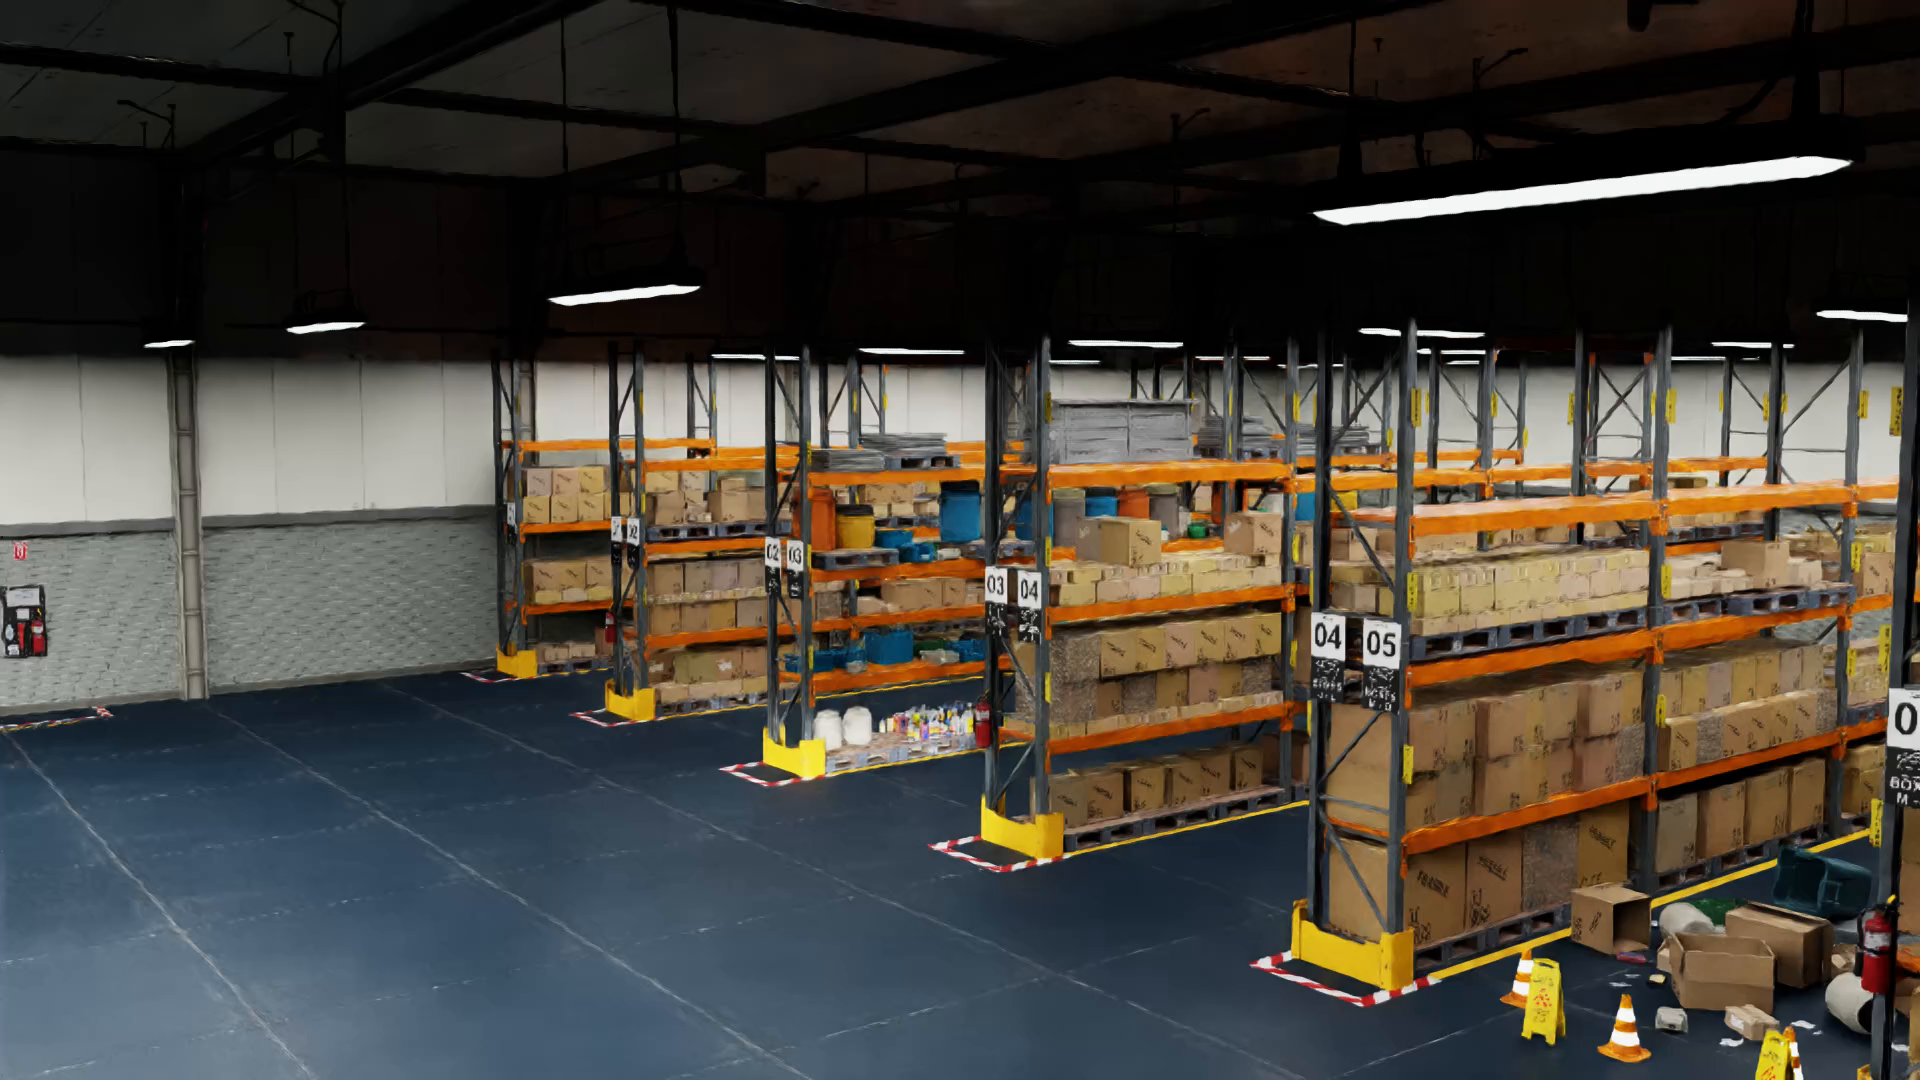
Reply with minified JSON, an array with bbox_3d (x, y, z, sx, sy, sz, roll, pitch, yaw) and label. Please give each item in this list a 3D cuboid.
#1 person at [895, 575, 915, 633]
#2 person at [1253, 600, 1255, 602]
[{"bbox_3d":[-1.227,1.358,34.074,0.444,1.604,1.018,5,7,44],"label":"person"},{"bbox_3d":[7.152,0.814,39.774,1.115,1.700,0.543,-4,6,-35],"label":"person"}]
